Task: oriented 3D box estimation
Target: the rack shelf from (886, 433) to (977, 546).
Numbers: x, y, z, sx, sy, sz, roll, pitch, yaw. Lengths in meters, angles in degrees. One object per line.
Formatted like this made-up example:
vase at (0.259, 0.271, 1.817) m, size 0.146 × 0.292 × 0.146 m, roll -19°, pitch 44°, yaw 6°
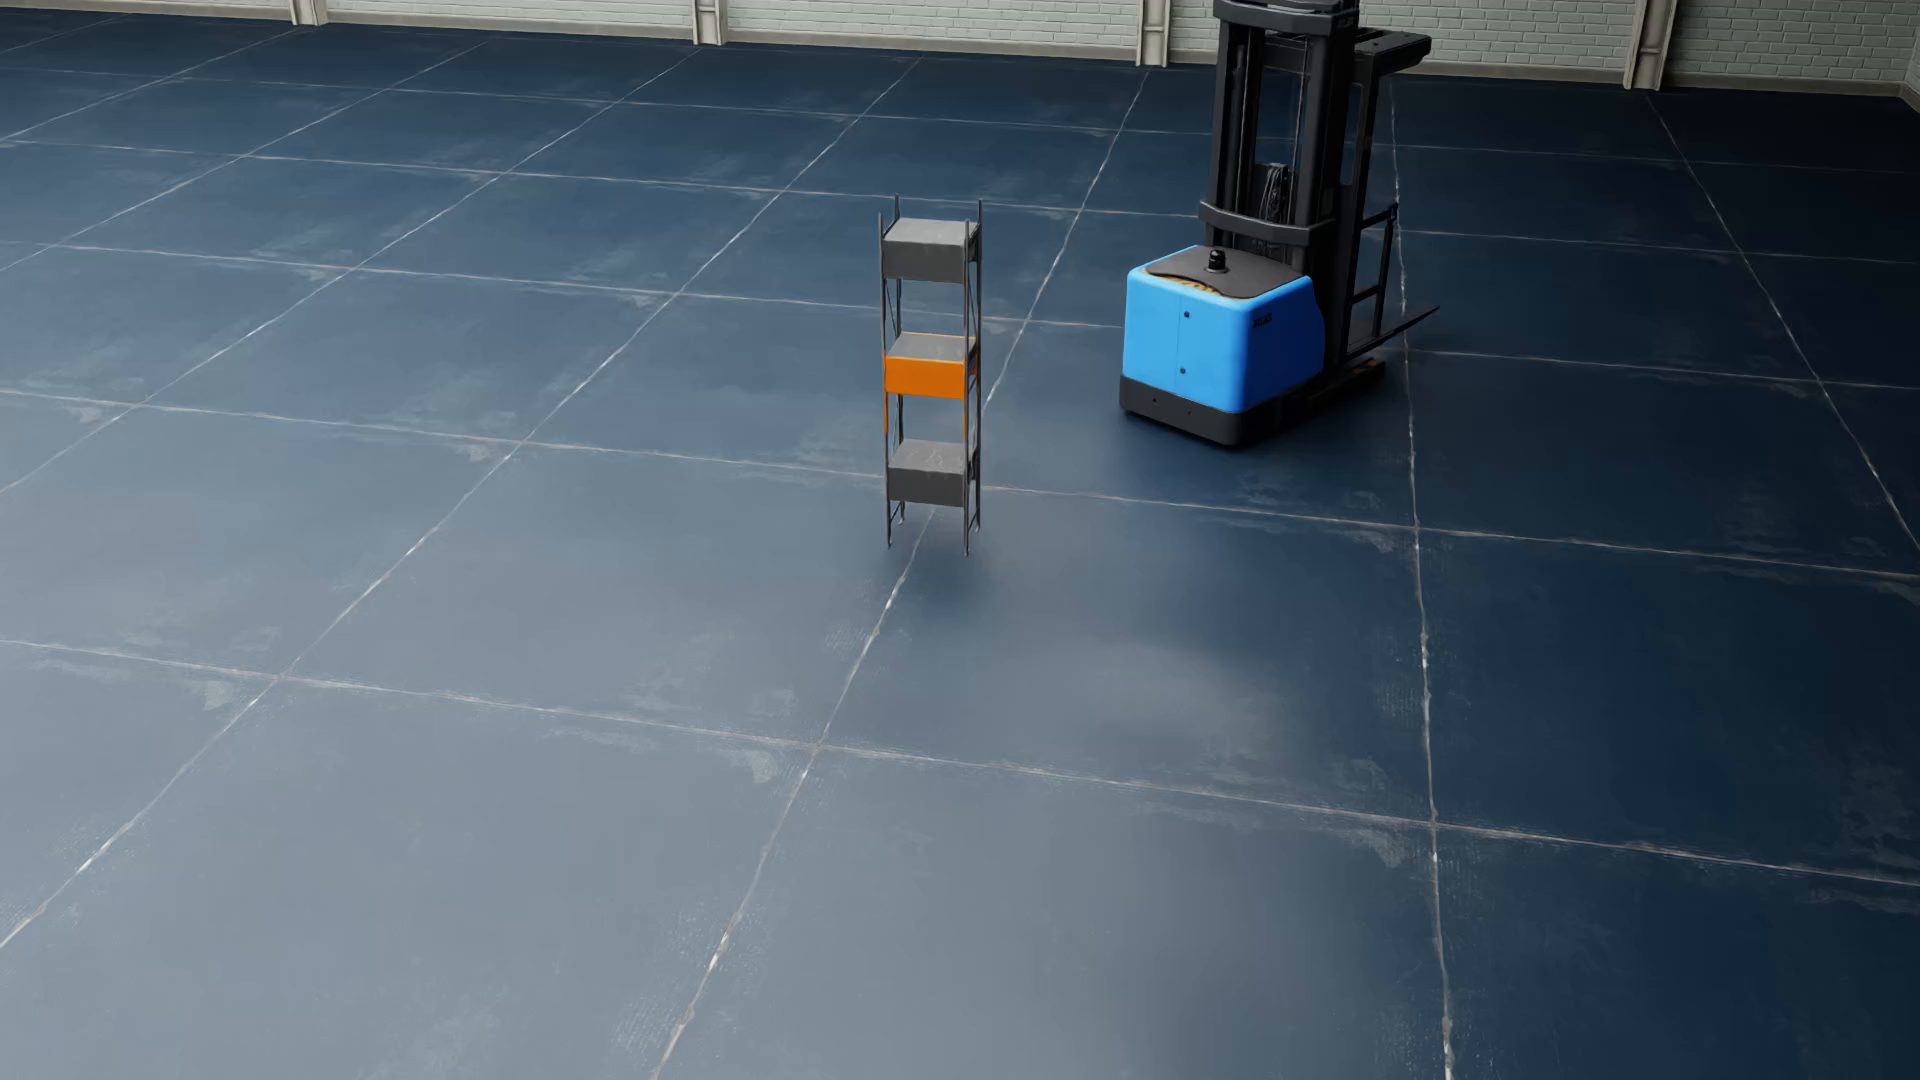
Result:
rack shelf at (-0.162, -0.312, 10.119) m, size 0.480 × 0.518 × 0.431 m, roll 6°, pitch 29°, yaw 11°

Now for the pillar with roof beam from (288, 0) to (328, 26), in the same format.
pillar with roof beam at (-10.146, -9.291, 17.849) m, size 0.400 × 9.000 × 9.100 m, roll 6°, pitch 29°, yaw 11°

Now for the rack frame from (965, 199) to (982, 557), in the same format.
rack frame at (0.077, -0.913, 9.731) m, size 0.015 × 2.100 × 0.400 m, roll 6°, pitch 29°, yaw 11°

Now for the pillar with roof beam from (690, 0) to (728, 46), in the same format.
pillar with roof beam at (-4.278, -8.689, 16.750) m, size 0.400 × 9.000 × 9.100 m, roll 6°, pitch 29°, yaw 11°

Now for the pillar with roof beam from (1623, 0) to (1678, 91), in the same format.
pillar with roof beam at (7.457, -7.486, 14.552) m, size 0.400 × 9.000 × 9.100 m, roll 6°, pitch 29°, yaw 11°

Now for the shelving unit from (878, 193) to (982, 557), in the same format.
shelving unit at (-0.162, -0.938, 9.776) m, size 0.503 × 2.100 × 0.431 m, roll 6°, pitch 29°, yaw 11°

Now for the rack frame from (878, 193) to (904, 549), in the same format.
rack frame at (-0.401, -0.962, 9.821) m, size 0.015 × 2.100 × 0.400 m, roll 6°, pitch 29°, yaw 11°

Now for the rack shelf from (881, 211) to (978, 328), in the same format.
rack shelf at (-0.162, -1.540, 9.447) m, size 0.480 × 0.518 × 0.431 m, roll 6°, pitch 29°, yaw 11°

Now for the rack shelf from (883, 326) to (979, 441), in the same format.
rack shelf at (-0.162, -0.926, 9.783) m, size 0.480 × 0.518 × 0.431 m, roll 6°, pitch 29°, yaw 11°

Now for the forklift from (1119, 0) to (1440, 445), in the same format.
forklift at (2.519, -2.541, 11.839) m, size 1.130 × 2.935 × 3.031 m, roll 25°, pitch 37°, yaw 37°

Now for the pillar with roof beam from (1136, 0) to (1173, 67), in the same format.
pillar with roof beam at (1.590, -8.087, 15.651) m, size 0.400 × 9.000 × 9.100 m, roll 6°, pitch 29°, yaw 11°
